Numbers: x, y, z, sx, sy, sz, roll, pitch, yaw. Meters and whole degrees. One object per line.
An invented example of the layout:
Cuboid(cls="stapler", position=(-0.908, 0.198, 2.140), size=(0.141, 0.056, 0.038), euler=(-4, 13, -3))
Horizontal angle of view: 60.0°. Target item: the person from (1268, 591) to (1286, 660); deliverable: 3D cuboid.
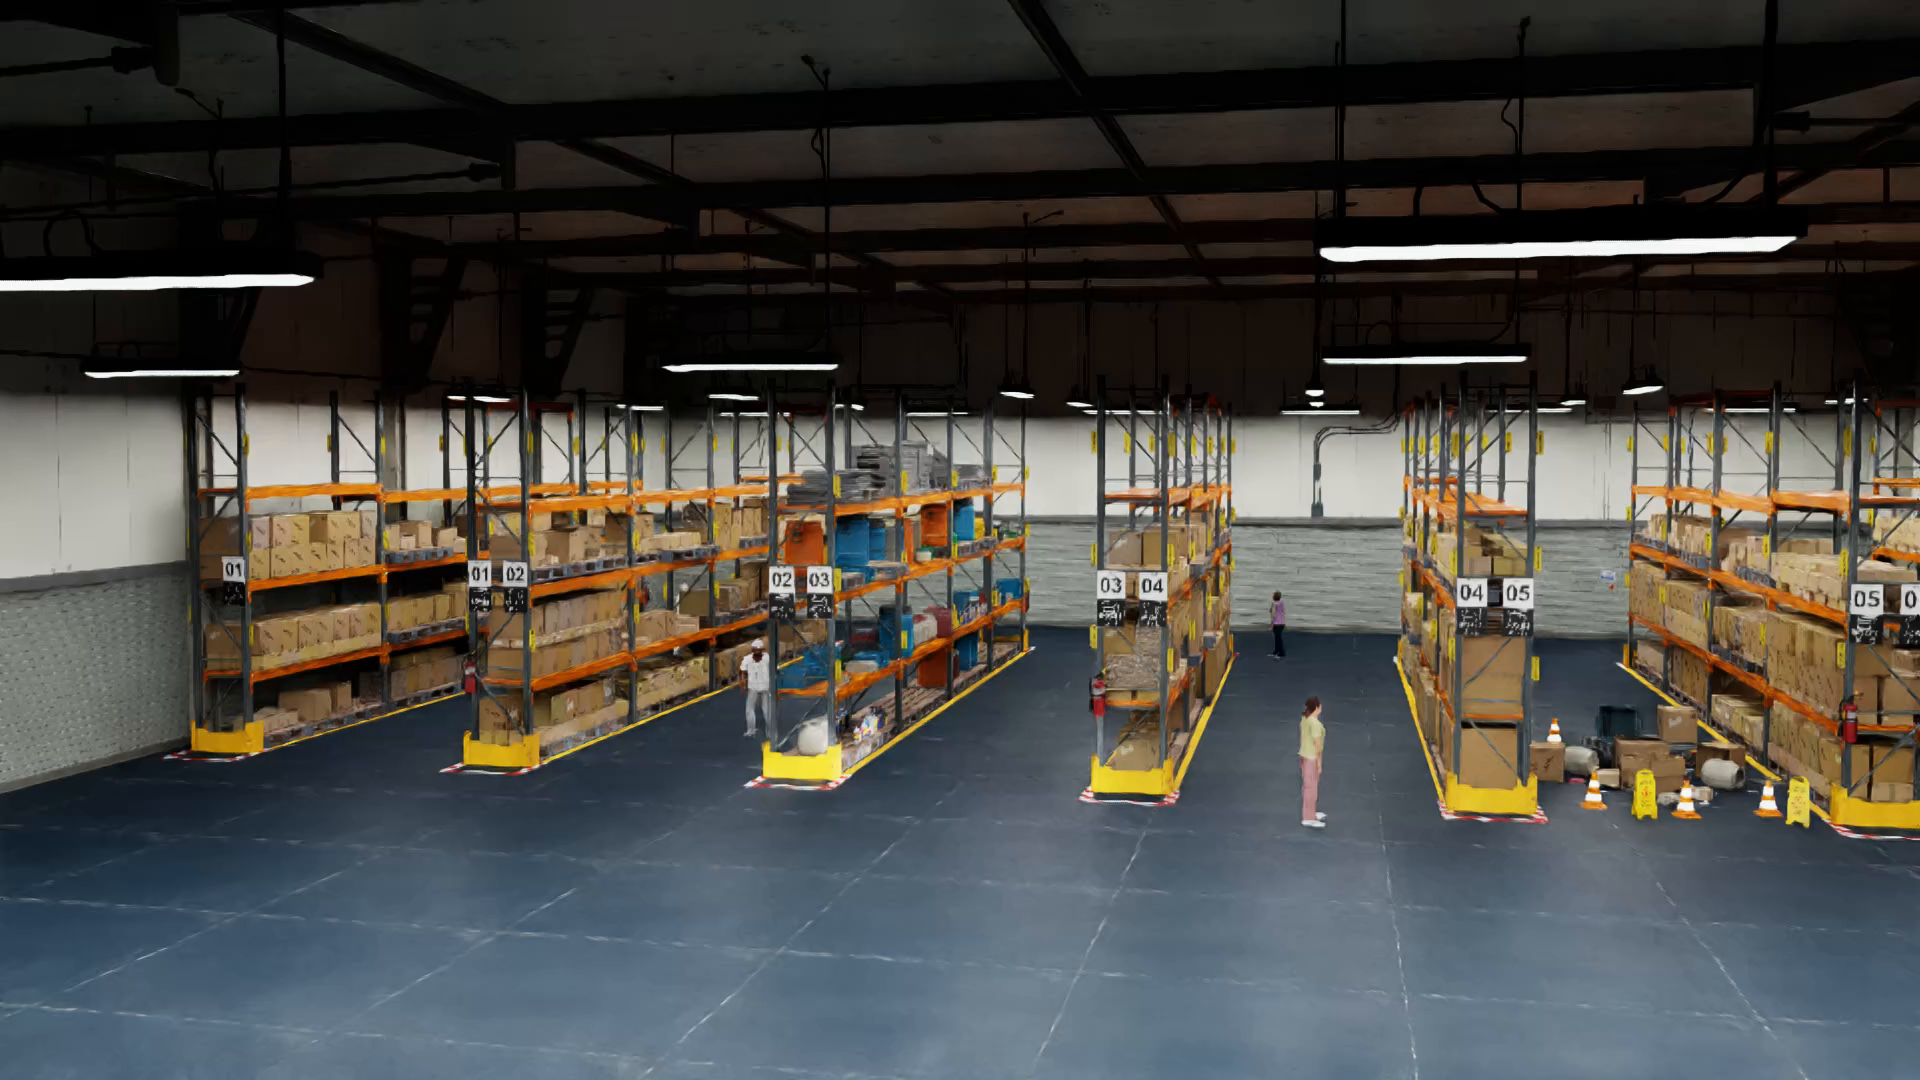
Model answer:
Cuboid(cls="person", position=(7.397, 1.974, 38.802), size=(0.532, 1.588, 0.536), euler=(3, 4, 39))

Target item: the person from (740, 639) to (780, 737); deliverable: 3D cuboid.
Cuboid(cls="person", position=(-3.427, 2.531, 28.363), size=(0.719, 1.714, 0.578), euler=(1, 3, 10))

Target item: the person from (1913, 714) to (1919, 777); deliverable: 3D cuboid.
Cuboid(cls="person", position=(14.430, 2.715, 24.671), size=(0.450, 1.727, 0.584), euler=(-1, 3, -19))

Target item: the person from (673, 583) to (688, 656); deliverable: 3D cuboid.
Cuboid(cls="person", position=(-6.535, 1.875, 39.545), size=(0.561, 1.707, 1.127), euler=(1, 3, 10))

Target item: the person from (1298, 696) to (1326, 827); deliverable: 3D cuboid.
Cuboid(cls="person", position=(4.680, 2.895, 21.909), size=(0.454, 1.679, 0.539), euler=(-1, 3, -15))
